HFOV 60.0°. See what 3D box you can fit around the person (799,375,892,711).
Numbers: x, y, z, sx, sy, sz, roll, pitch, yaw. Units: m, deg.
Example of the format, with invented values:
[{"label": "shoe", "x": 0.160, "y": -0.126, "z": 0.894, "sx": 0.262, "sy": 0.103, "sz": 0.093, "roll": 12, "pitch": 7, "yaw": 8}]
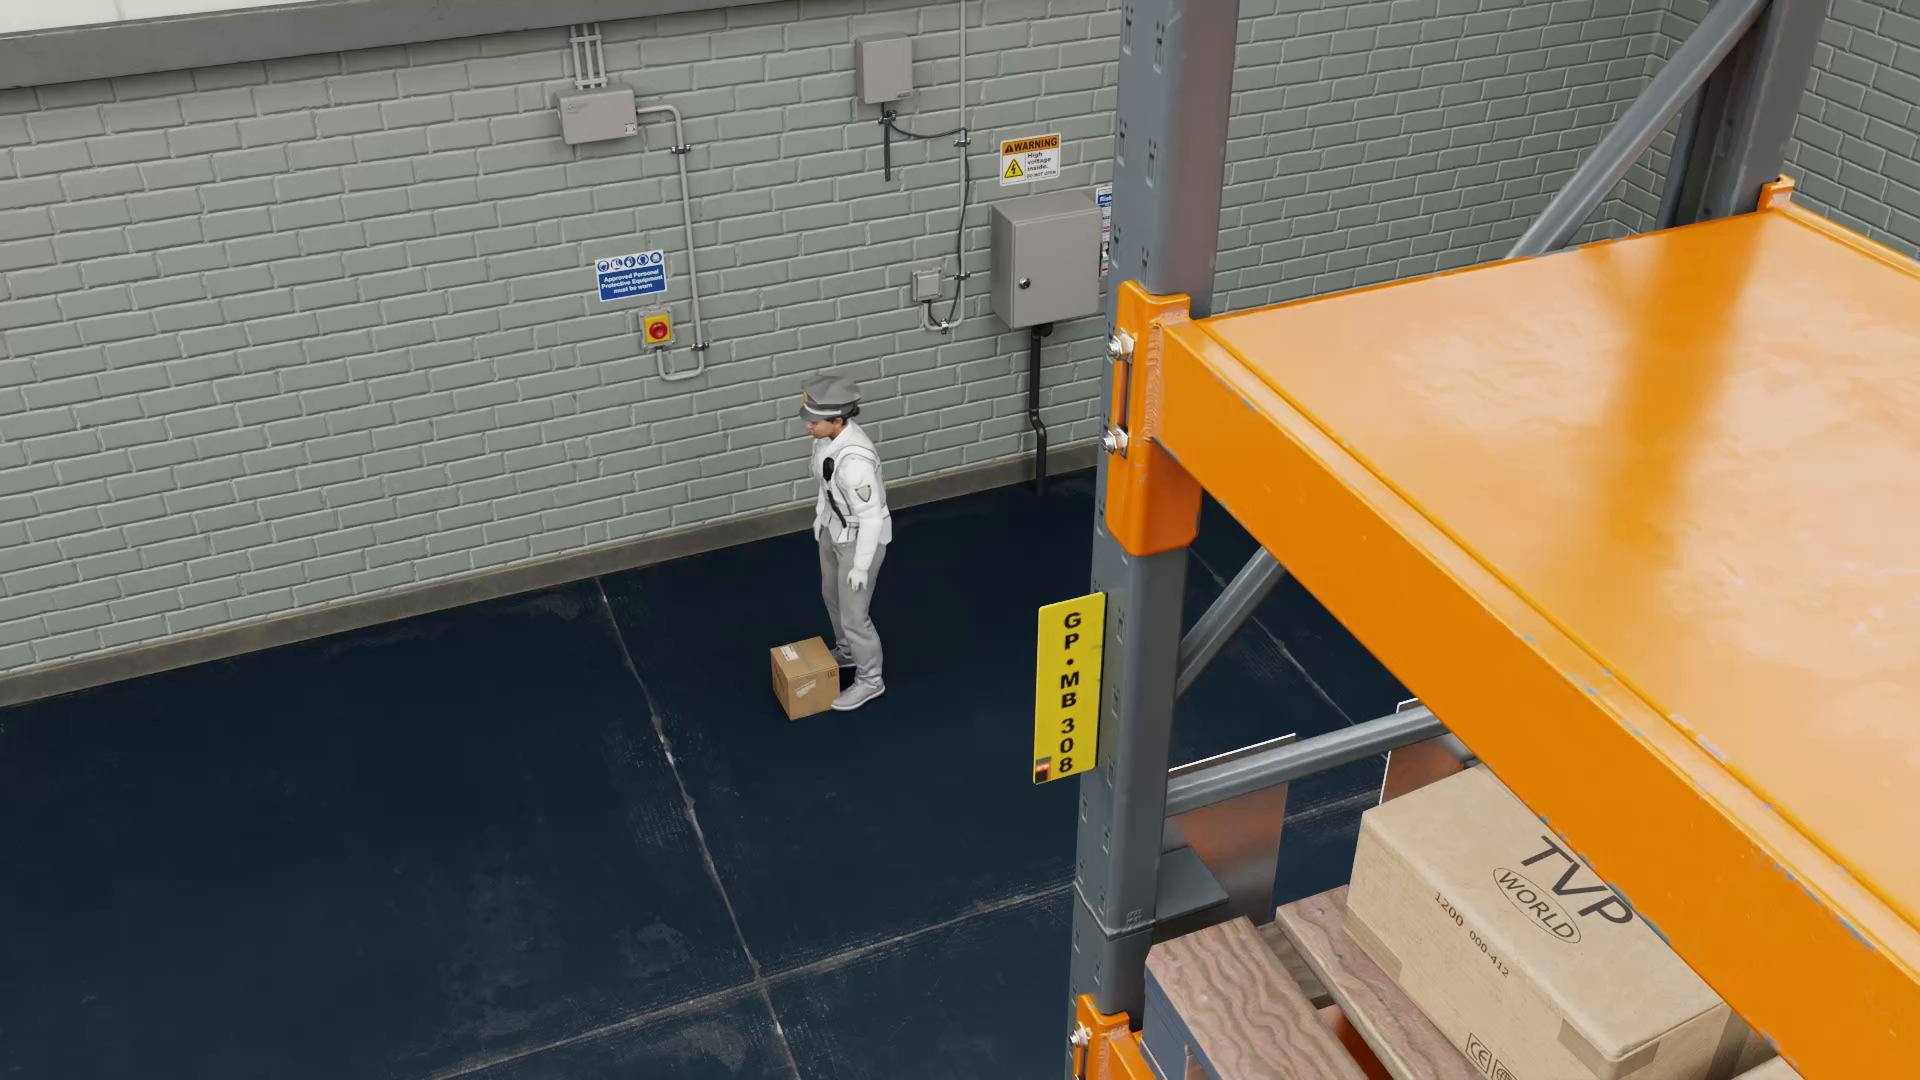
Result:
[{"label": "person", "x": -0.510, "y": 0.009, "z": 7.507, "sx": 0.377, "sy": 1.663, "sz": 0.539, "roll": -14, "pitch": 36, "yaw": -20}]
